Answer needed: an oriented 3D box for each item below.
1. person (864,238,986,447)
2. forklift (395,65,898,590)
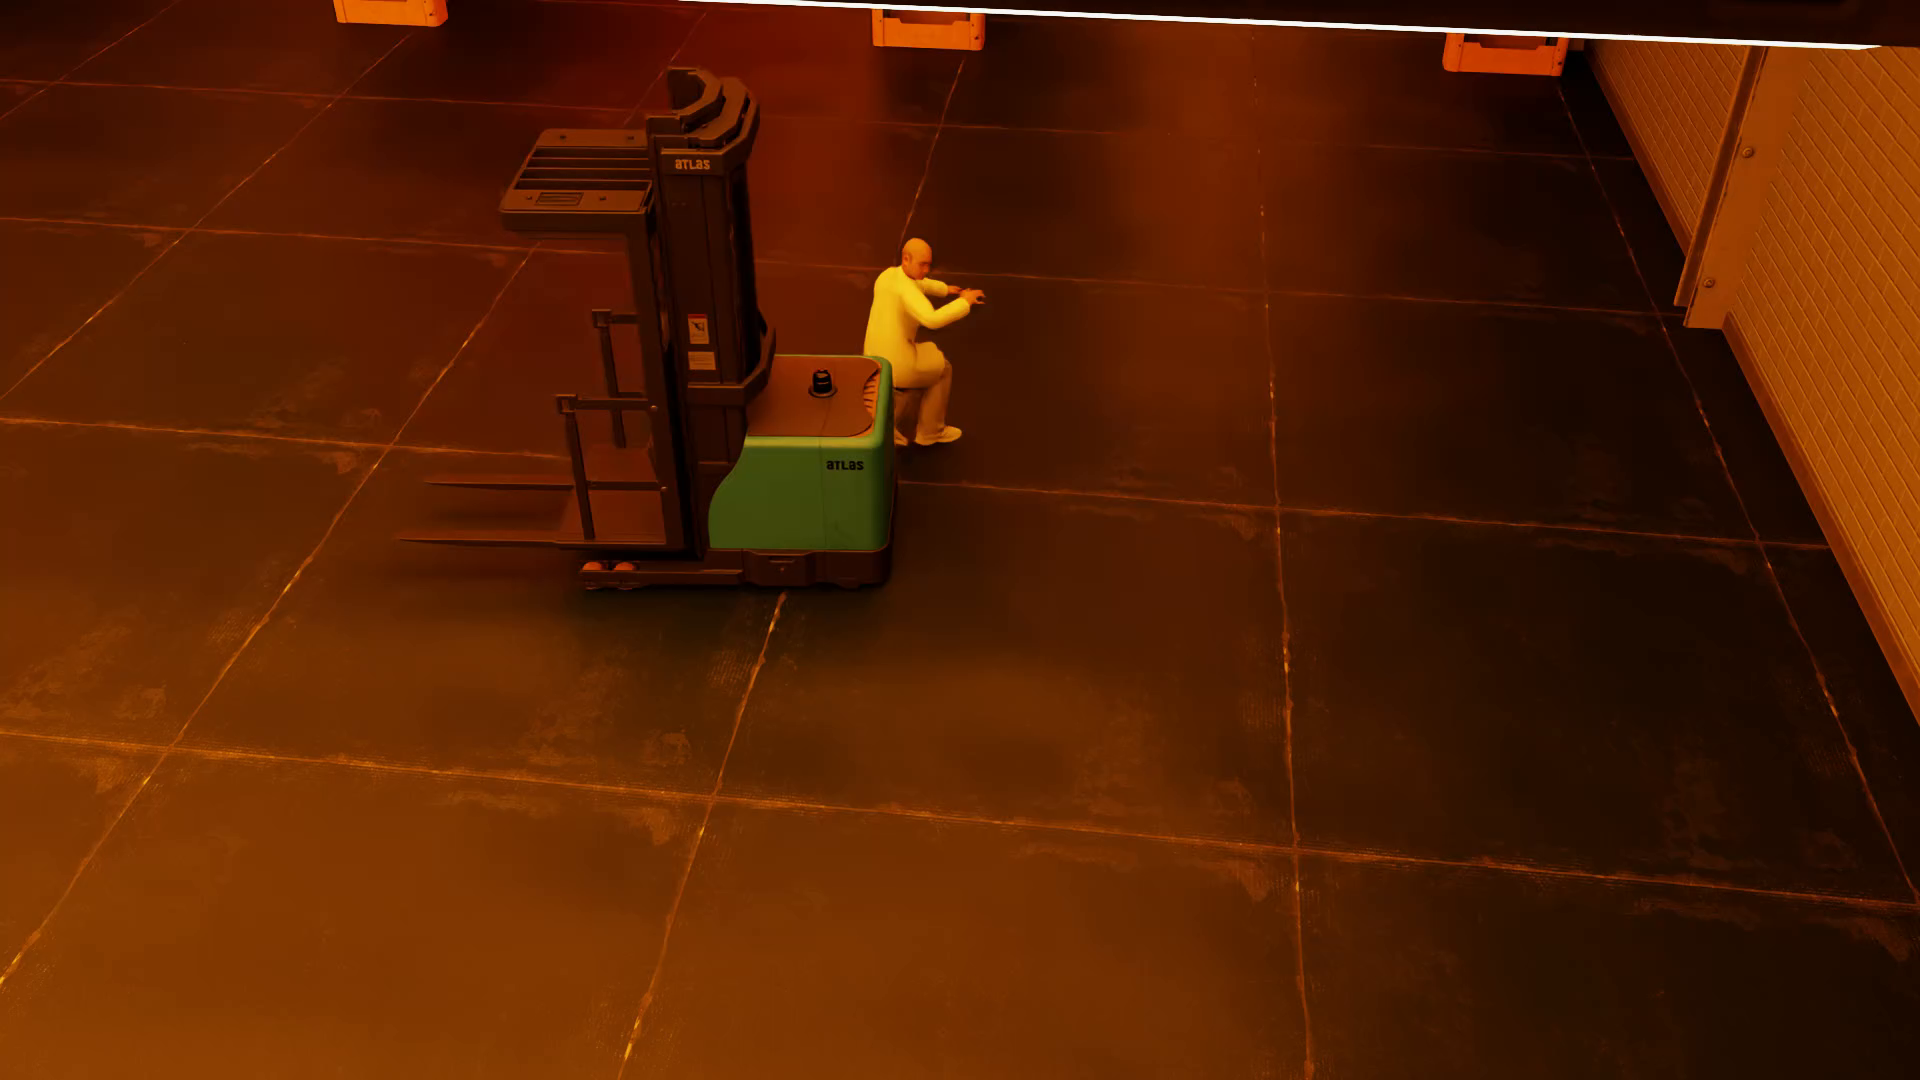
[{"bbox_3d":[-0.181,-1.319,11.047,0.829,1.497,1.074,30,46,34],"label":"person"},{"bbox_3d":[-1.928,-1.190,9.644,3.031,2.935,1.130,1,36,1],"label":"forklift"}]
